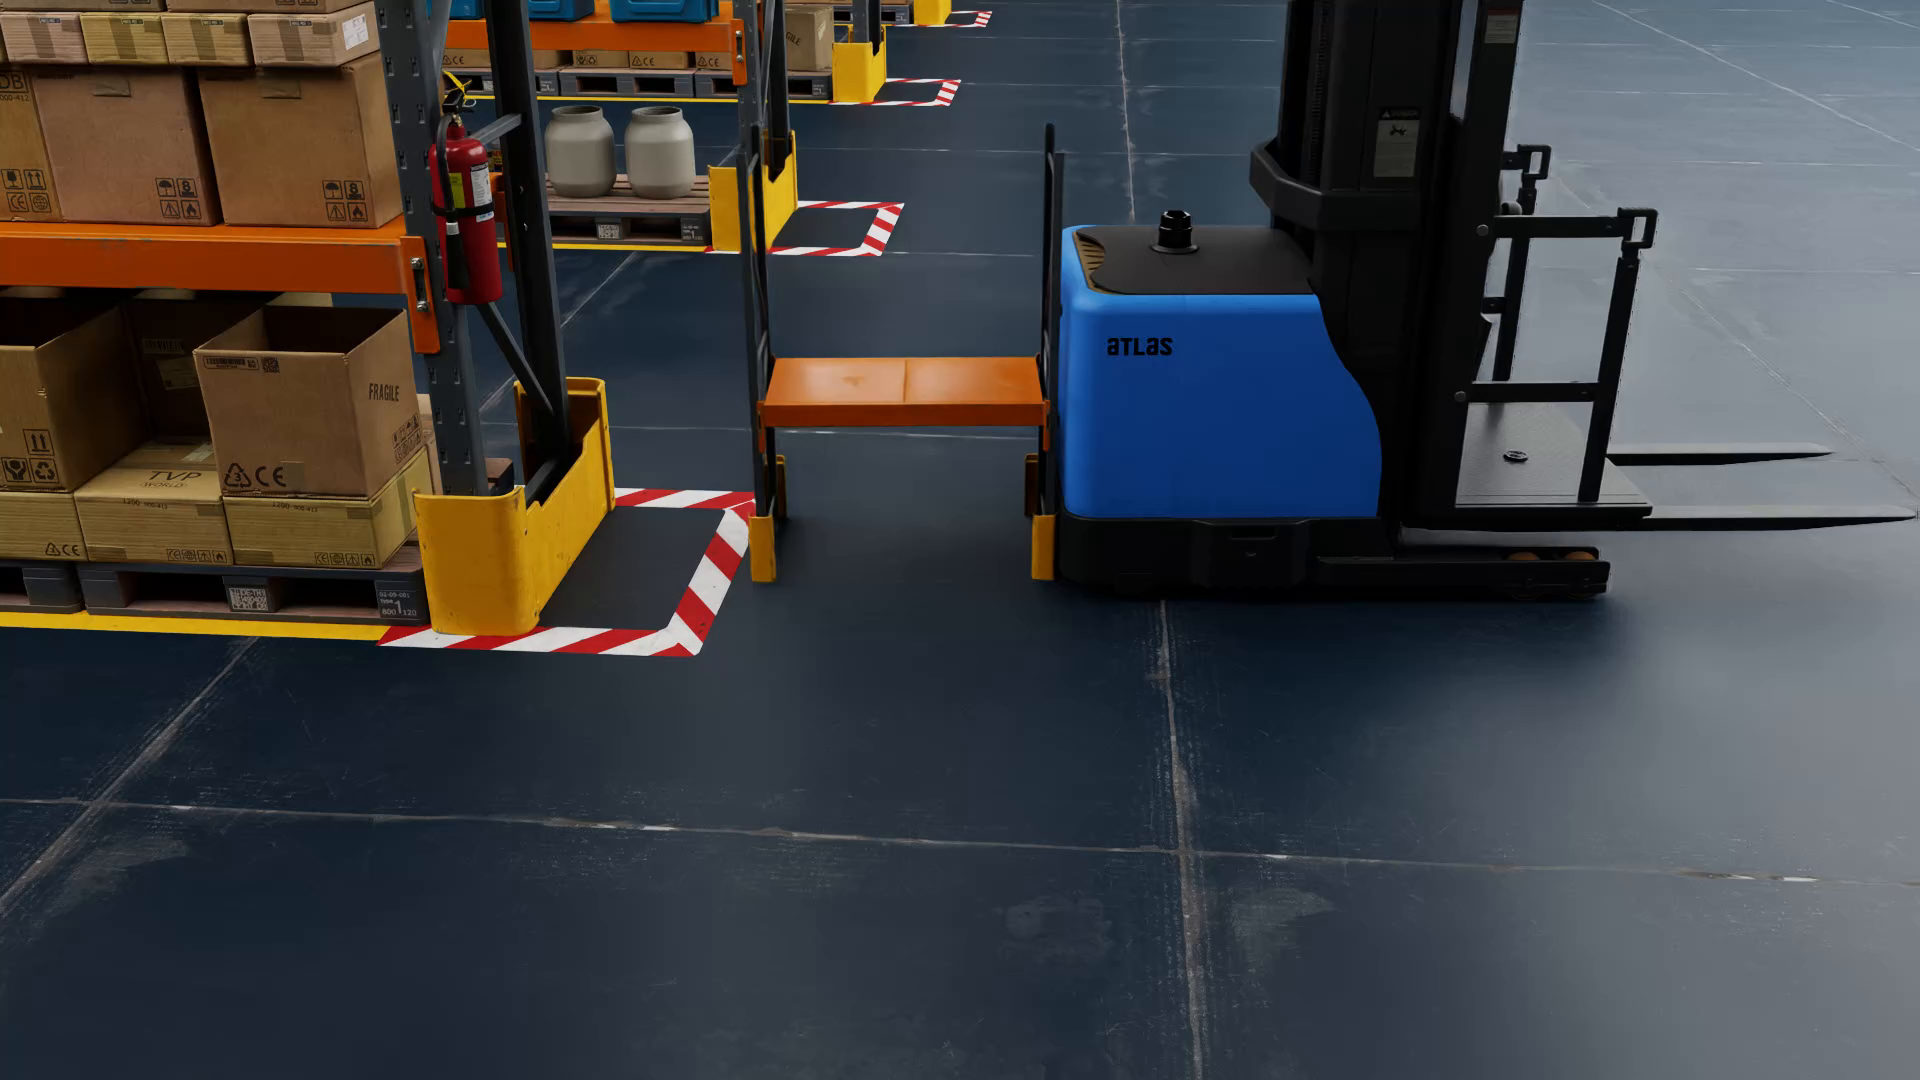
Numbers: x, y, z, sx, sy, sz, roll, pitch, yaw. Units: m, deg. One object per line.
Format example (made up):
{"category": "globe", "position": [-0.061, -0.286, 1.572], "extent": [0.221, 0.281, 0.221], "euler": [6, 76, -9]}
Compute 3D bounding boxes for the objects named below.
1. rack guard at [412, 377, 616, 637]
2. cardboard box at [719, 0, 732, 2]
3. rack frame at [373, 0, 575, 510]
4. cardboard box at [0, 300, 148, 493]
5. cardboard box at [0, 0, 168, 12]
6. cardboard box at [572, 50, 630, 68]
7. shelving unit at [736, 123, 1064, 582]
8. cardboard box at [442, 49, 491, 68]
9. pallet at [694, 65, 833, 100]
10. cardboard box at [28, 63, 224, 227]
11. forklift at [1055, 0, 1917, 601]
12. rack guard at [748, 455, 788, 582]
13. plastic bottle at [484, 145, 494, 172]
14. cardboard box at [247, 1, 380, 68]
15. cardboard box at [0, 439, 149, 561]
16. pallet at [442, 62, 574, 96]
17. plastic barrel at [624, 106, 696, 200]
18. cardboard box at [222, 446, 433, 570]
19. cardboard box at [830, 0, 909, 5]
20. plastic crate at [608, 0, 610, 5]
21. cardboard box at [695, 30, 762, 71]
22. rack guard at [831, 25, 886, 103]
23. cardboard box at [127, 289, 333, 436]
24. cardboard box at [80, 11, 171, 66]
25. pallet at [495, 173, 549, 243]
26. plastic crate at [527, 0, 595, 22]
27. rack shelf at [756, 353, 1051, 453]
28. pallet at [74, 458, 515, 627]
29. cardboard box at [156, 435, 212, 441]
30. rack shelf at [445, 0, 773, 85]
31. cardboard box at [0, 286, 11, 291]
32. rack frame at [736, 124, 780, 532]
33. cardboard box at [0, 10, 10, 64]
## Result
{"category": "rack guard", "position": [-1.560, -0.153, 5.946], "extent": [0.348, 0.500, 1.175], "euler": [2, 25, 4]}
{"category": "cardboard box", "position": [-2.809, -6.759, 19.351], "extent": [0.875, 0.875, 0.875], "euler": [2, 25, 4]}
{"category": "rack frame", "position": [-1.584, -1.289, 5.425], "extent": [0.127, 3.000, 1.000], "euler": [2, 25, 4]}
{"category": "cardboard box", "position": [-3.140, -0.490, 5.579], "extent": [0.500, 0.500, 0.500], "euler": [2, 25, 4]}
{"category": "cardboard box", "position": [-2.626, -1.960, 5.212], "extent": [0.500, 0.500, 0.700], "euler": [1, 25, 3]}
{"category": "cardboard box", "position": [-3.218, -4.569, 15.041], "extent": [0.500, 0.500, 0.500], "euler": [0, 25, -1]}
{"category": "shelving unit", "position": [-0.204, -0.657, 5.846], "extent": [1.083, 1.500, 0.587], "euler": [0, 25, -1]}
{"category": "cardboard box", "position": [-4.415, -4.571, 15.046], "extent": [0.500, 0.500, 0.500], "euler": [1, 25, 2]}
{"category": "pallet", "position": [-1.705, -4.194, 15.074], "extent": [1.213, 0.211, 1.003], "euler": [2, 25, 4]}
{"category": "cardboard box", "position": [-2.573, -1.370, 5.480], "extent": [0.500, 0.500, 0.700], "euler": [2, 25, 5]}
{"category": "forklift", "position": [1.858, -1.343, 5.625], "extent": [3.031, 2.935, 1.130], "euler": [0, 25, -1]}
{"category": "rack guard", "position": [-0.702, -0.086, 6.100], "extent": [0.087, 0.250, 0.587], "euler": [0, 25, -1]}
{"category": "plastic bottle", "position": [-3.088, -2.473, 10.820], "extent": [0.097, 0.201, 0.097], "euler": [0, 25, 0]}
{"category": "cardboard box", "position": [-1.980, -1.562, 5.122], "extent": [0.250, 0.149, 0.380], "euler": [1, 25, 3]}
{"category": "cardboard box", "position": [-3.140, -0.151, 5.739], "extent": [0.500, 0.250, 0.500], "euler": [2, 25, 4]}
{"category": "pallet", "position": [-4.138, -4.272, 15.244], "extent": [1.213, 0.211, 1.003], "euler": [2, 25, 4]}
{"category": "plastic barrel", "position": [-1.863, -2.403, 10.320], "extent": [0.421, 0.512, 0.421], "euler": [0, 25, 0]}
{"category": "cardboard box", "position": [-2.141, -0.125, 5.681], "extent": [0.500, 0.250, 0.500], "euler": [2, 25, 4]}
{"category": "cardboard box", "position": [-1.023, -6.701, 19.227], "extent": [0.875, 0.875, 0.875], "euler": [2, 25, 4]}
{"category": "plastic crate", "position": [-2.069, -3.396, 10.320], "extent": [0.250, 0.136, 0.298], "euler": [2, 25, 4]}
{"category": "cardboard box", "position": [-2.042, -4.505, 14.901], "extent": [0.500, 0.500, 0.500], "euler": [8, 26, 18]}
{"category": "rack guard", "position": [-0.898, -4.285, 14.925], "extent": [0.348, 0.500, 1.175], "euler": [2, 25, 4]}
{"category": "cardboard box", "position": [-2.600, -0.696, 6.027], "extent": [0.500, 0.500, 0.500], "euler": [2, 25, 4]}
{"category": "cardboard box", "position": [-2.496, -1.578, 5.157], "extent": [0.250, 0.149, 0.380], "euler": [1, 25, 3]}
{"category": "pallet", "position": [-3.303, -2.138, 10.605], "extent": [1.213, 0.211, 1.003], "euler": [2, 25, 4]}
{"category": "plastic crate", "position": [-2.370, -3.200, 9.756], "extent": [0.408, 0.251, 0.499], "euler": [2, 25, 4]}
{"category": "rack shelf", "position": [-0.195, -0.494, 5.921], "extent": [1.000, 0.185, 0.538], "euler": [0, 25, -1]}
{"category": "pallet", "position": [-2.350, -0.029, 6.023], "extent": [1.213, 0.211, 1.003], "euler": [2, 25, 4]}
{"category": "cardboard box", "position": [-2.601, -0.355, 6.182], "extent": [0.500, 0.250, 0.500], "euler": [2, 25, 4]}
{"category": "rack shelf", "position": [-3.195, -3.091, 10.201], "extent": [4.000, 0.370, 1.077], "euler": [2, 25, 4]}
{"category": "cardboard box", "position": [-3.597, -0.730, 6.101], "extent": [0.500, 0.500, 0.500], "euler": [2, 25, 4]}
{"category": "rack frame", "position": [-0.703, -0.654, 5.839], "extent": [0.032, 1.500, 0.500], "euler": [0, 25, -1]}
{"category": "cardboard box", "position": [-3.008, -1.595, 5.194], "extent": [0.250, 0.149, 0.380], "euler": [3, 25, 6]}
